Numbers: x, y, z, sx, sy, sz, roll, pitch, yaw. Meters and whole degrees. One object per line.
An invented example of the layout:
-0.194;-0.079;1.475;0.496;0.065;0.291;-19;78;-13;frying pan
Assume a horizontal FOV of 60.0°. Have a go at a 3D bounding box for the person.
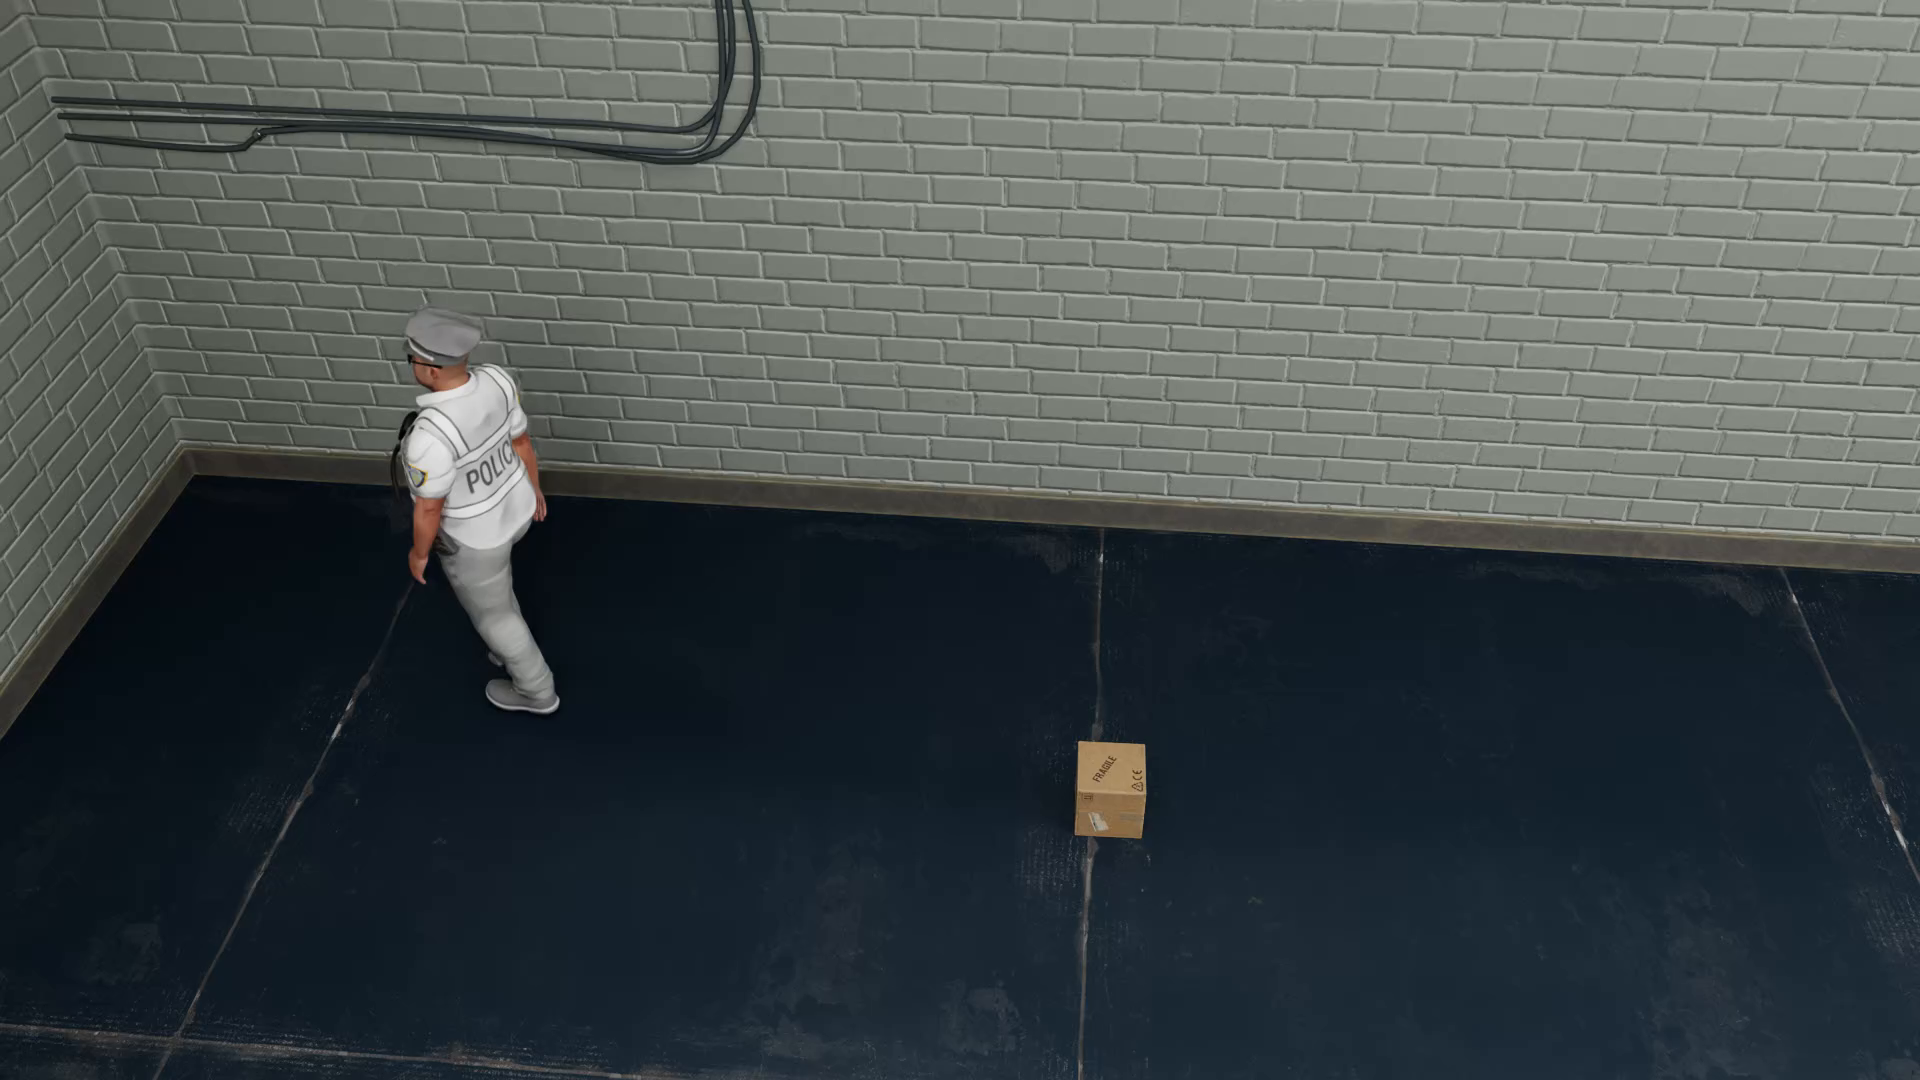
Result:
-1.823;-0.055;6.227;0.501;1.848;0.574;12;41;14;person
